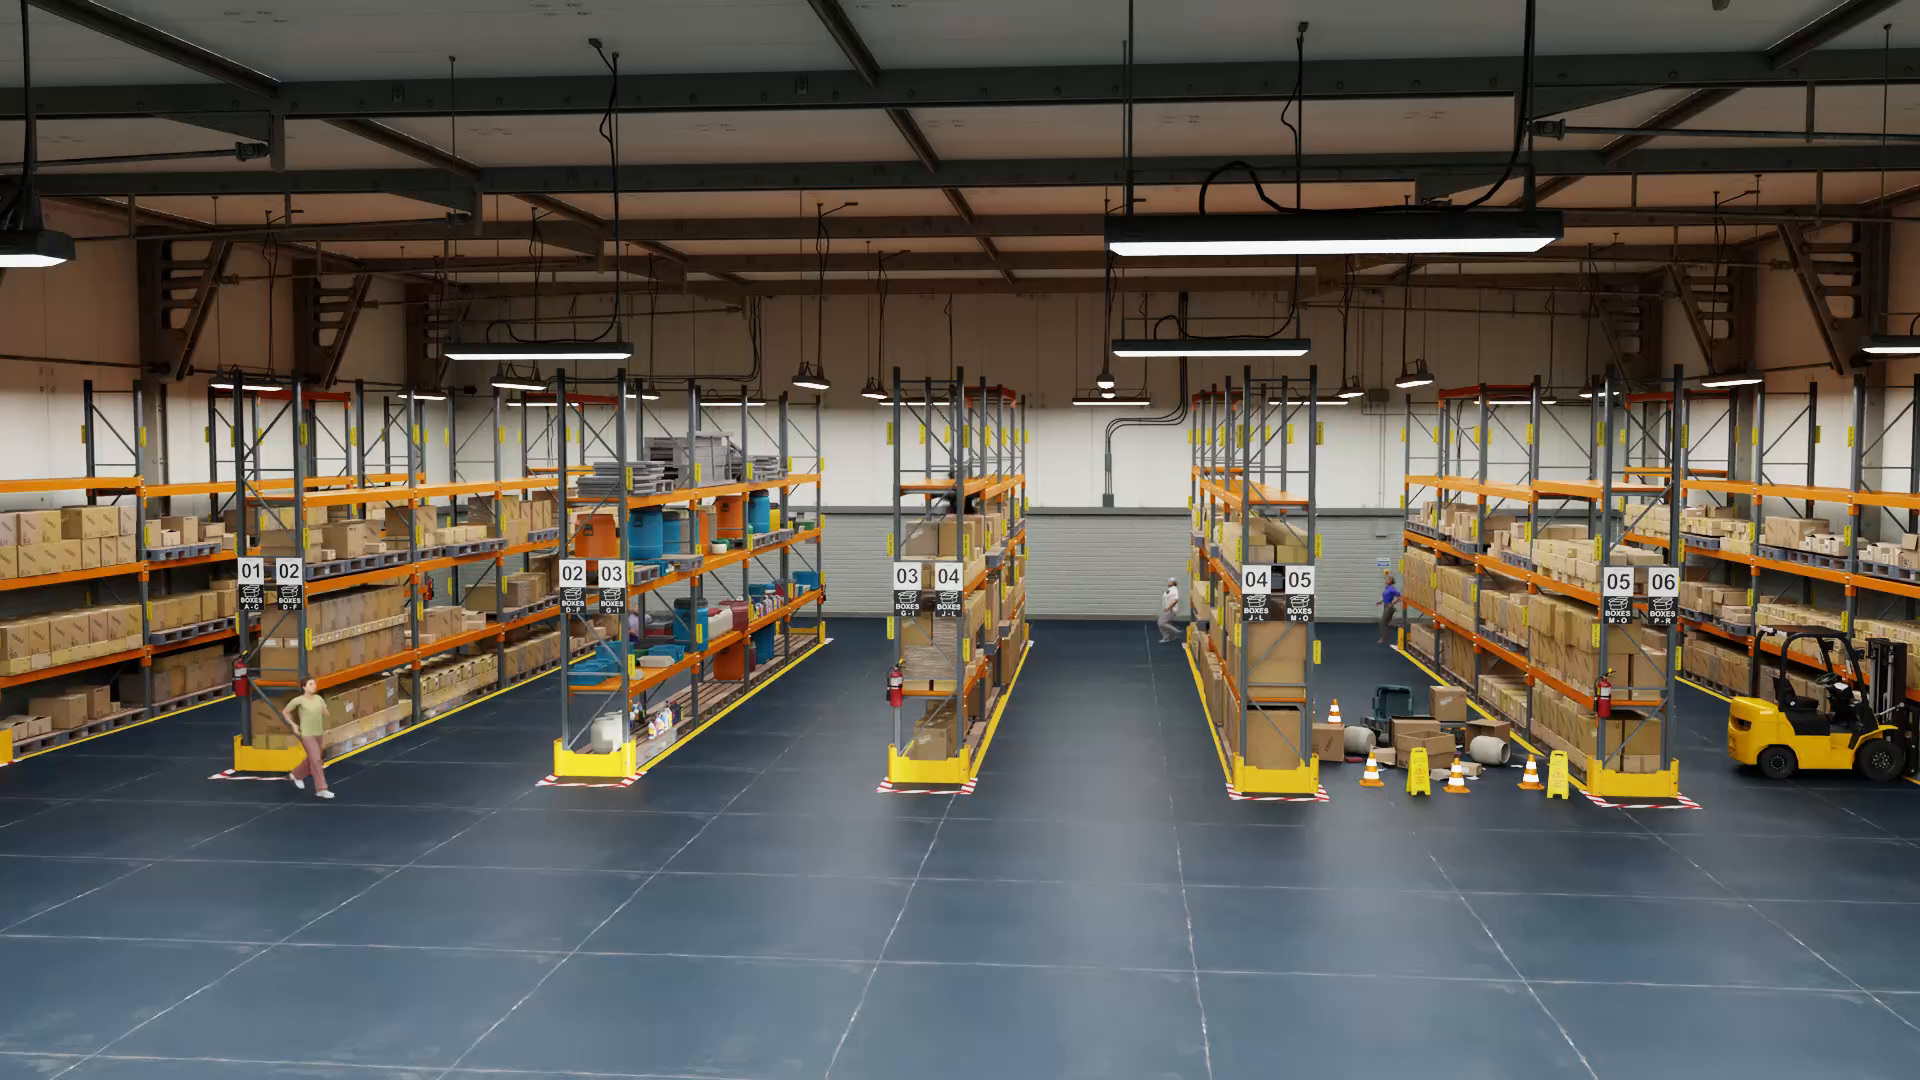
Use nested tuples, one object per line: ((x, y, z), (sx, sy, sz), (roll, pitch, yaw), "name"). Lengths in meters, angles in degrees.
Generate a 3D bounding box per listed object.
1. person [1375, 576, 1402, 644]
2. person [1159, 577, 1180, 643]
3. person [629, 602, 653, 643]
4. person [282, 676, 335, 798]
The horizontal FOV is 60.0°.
((10.453, 1.699, 40.295), (0.791, 1.649, 0.578), (0, 4, -2), "person")
((5.082, 1.702, 40.374), (0.519, 1.621, 0.660), (0, 4, -1), "person")
((-6.541, 2.082, 33.857), (0.601, 1.624, 0.648), (0, 4, -2), "person")
((-9.012, 2.703, 23.072), (0.970, 1.637, 0.576), (2, 4, 28), "person")
